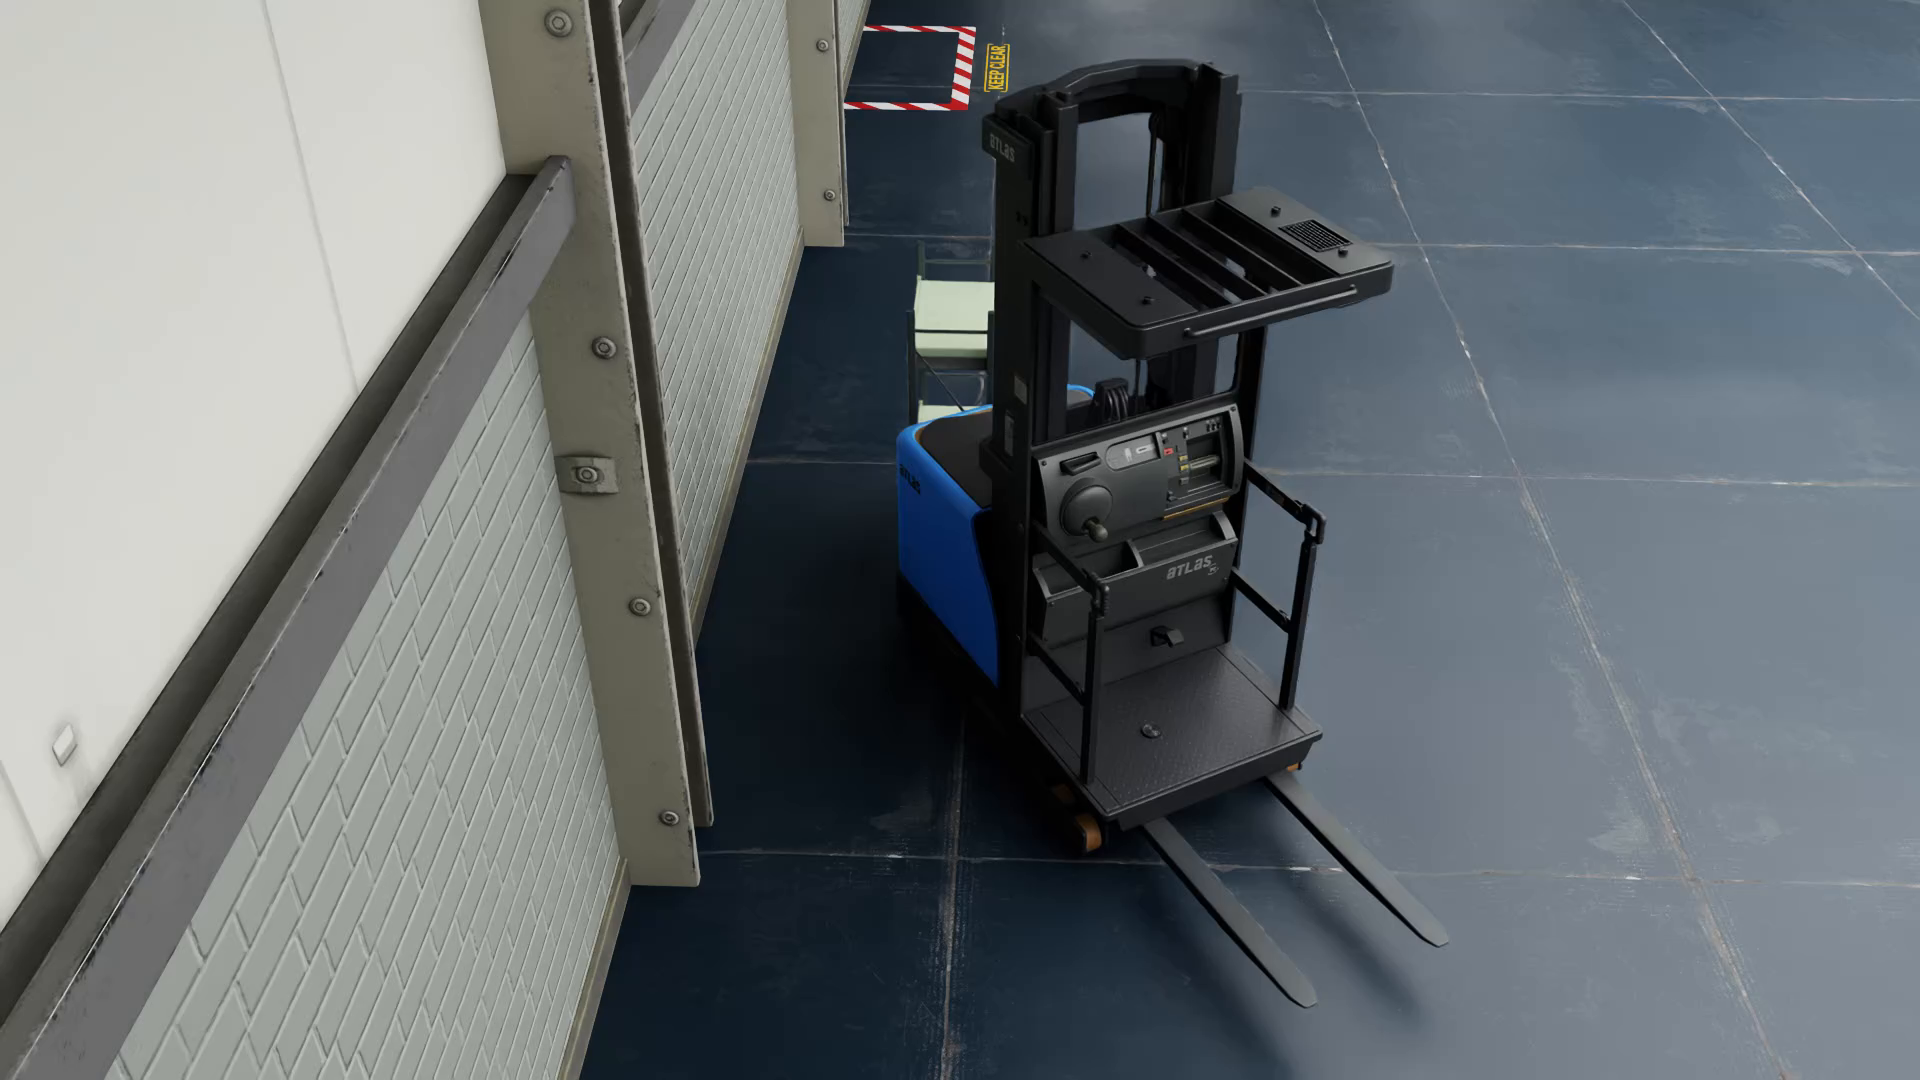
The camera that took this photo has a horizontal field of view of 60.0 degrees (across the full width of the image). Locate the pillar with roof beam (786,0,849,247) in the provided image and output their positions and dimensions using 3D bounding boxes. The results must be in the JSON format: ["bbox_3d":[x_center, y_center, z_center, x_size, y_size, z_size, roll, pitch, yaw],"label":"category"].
[{"bbox_3d":[3.340,-5.749,9.050,9.100,9.000,0.400,1,35,2],"label":"pillar with roof beam"}]

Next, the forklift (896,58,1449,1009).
[{"bbox_3d":[0.824,-0.206,6.439,1.130,2.935,3.031,-17,38,-22],"label":"forklift"}]

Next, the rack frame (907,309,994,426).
[{"bbox_3d":[-0.040,-0.427,7.998,0.400,1.500,0.023,1,35,2],"label":"rack frame"}]

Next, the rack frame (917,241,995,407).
[{"bbox_3d":[-0.009,-0.847,8.597,0.400,1.500,0.023,1,35,2],"label":"rack frame"}]

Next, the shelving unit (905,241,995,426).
[{"bbox_3d":[-0.024,-0.637,8.298,0.431,1.500,0.755,1,35,2],"label":"shelving unit"}]

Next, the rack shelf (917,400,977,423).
[{"bbox_3d":[-0.024,-0.370,8.485,0.431,0.370,0.720,1,35,2],"label":"rack shelf"}]

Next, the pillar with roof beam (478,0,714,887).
[{"bbox_3d":[3.099,-2.302,4.145,9.100,9.000,0.400,1,35,2],"label":"pillar with roof beam"}]

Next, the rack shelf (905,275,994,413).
[{"bbox_3d":[-0.024,-0.956,8.073,0.431,0.370,0.720,1,35,2],"label":"rack shelf"}]
